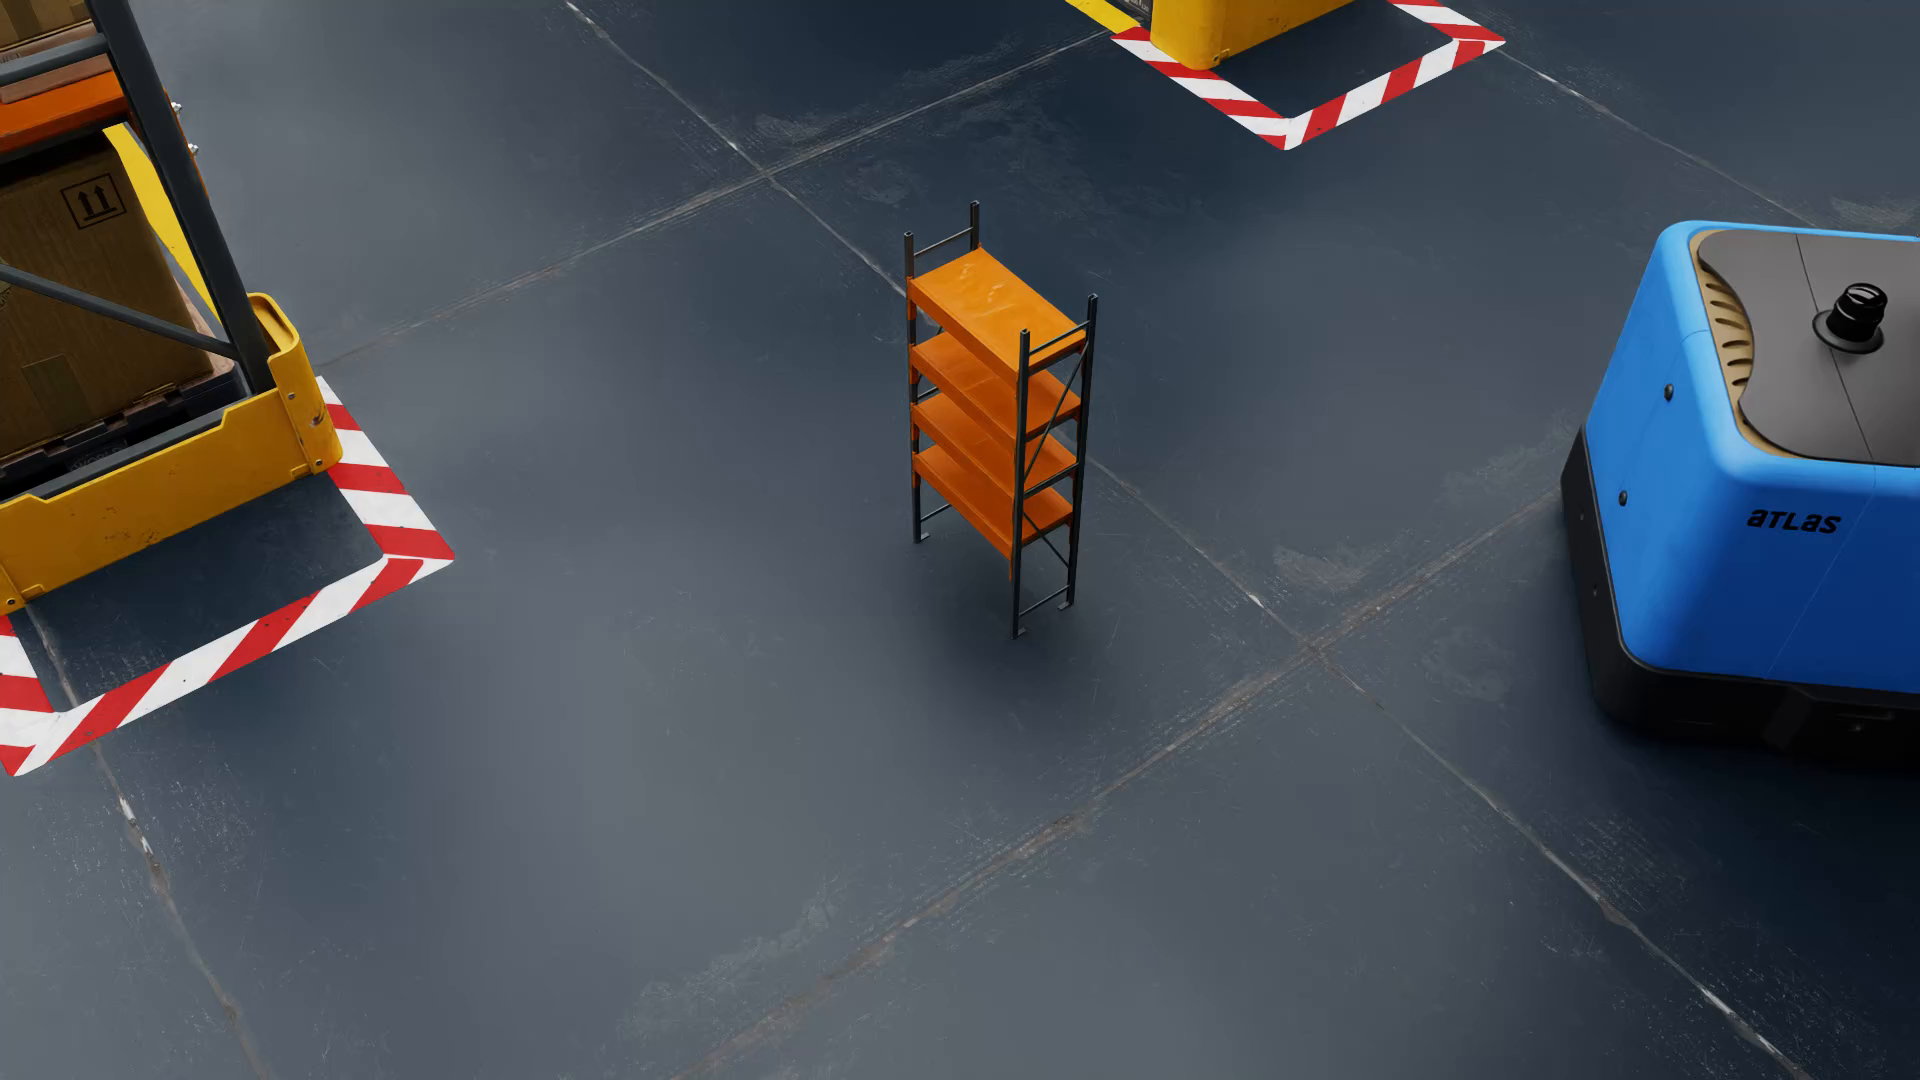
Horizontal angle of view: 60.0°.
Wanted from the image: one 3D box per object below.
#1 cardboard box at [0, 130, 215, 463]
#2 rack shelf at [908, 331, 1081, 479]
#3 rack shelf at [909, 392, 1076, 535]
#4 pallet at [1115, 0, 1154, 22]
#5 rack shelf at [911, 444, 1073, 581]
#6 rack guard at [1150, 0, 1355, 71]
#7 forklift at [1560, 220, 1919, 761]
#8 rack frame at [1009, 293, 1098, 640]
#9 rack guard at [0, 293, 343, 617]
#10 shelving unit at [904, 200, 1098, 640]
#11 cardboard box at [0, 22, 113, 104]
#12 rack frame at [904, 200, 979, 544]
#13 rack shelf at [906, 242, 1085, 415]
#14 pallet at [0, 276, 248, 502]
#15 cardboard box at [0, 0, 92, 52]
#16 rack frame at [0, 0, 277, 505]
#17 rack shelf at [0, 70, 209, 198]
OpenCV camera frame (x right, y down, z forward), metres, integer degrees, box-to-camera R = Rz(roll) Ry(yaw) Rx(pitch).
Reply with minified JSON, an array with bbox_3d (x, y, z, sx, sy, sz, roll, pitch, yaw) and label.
[{"bbox_3d":[-3.051,-0.898,5.190,0.875,0.875,0.875,-29,54,-24],"label":"cardboard box"},{"bbox_3d":[0.100,-0.410,4.601,0.258,0.148,0.480,-29,54,-24],"label":"rack shelf"},{"bbox_3d":[0.100,-0.260,4.767,0.258,0.148,0.480,-29,54,-24],"label":"rack shelf"},{"bbox_3d":[0.874,-2.918,7.753,1.003,0.211,1.213,-29,54,-24],"label":"pallet"},{"bbox_3d":[0.100,-0.127,4.914,0.258,0.148,0.480,-29,54,-24],"label":"rack shelf"},{"bbox_3d":[1.367,-2.503,7.181,1.175,0.500,0.348,-29,54,-24],"label":"rack guard"},{"bbox_3d":[3.370,-0.669,3.878,3.031,2.935,1.130,5,48,5],"label":"forklift"},{"bbox_3d":[0.248,-0.162,4.587,0.240,1.200,0.015,-29,54,-24],"label":"rack frame"},{"bbox_3d":[-2.585,-0.275,5.162,1.175,0.500,0.348,-29,54,-24],"label":"rack guard"},{"bbox_3d":[0.100,-0.305,4.717,0.258,1.200,0.503,-29,54,-24],"label":"shelving unit"},{"bbox_3d":[-2.552,-1.402,4.666,0.380,0.149,0.250,-29,54,-24],"label":"cardboard box"},{"bbox_3d":[-0.048,-0.449,4.847,0.240,1.200,0.015,-29,54,-24],"label":"rack frame"},{"bbox_3d":[0.100,-0.569,4.426,0.258,0.148,0.480,-29,54,-24],"label":"rack shelf"},{"bbox_3d":[-3.146,-0.629,5.677,1.003,0.211,1.213,-29,54,-24],"label":"pallet"},{"bbox_3d":[-2.675,-1.583,4.560,0.500,0.250,0.500,-31,55,-25],"label":"cardboard box"},{"bbox_3d":[-2.600,-1.129,4.249,1.000,3.000,0.127,-29,54,-24],"label":"rack frame"},{"bbox_3d":[-3.811,-2.067,5.584,1.077,0.370,4.000,-29,54,-24],"label":"rack shelf"}]
